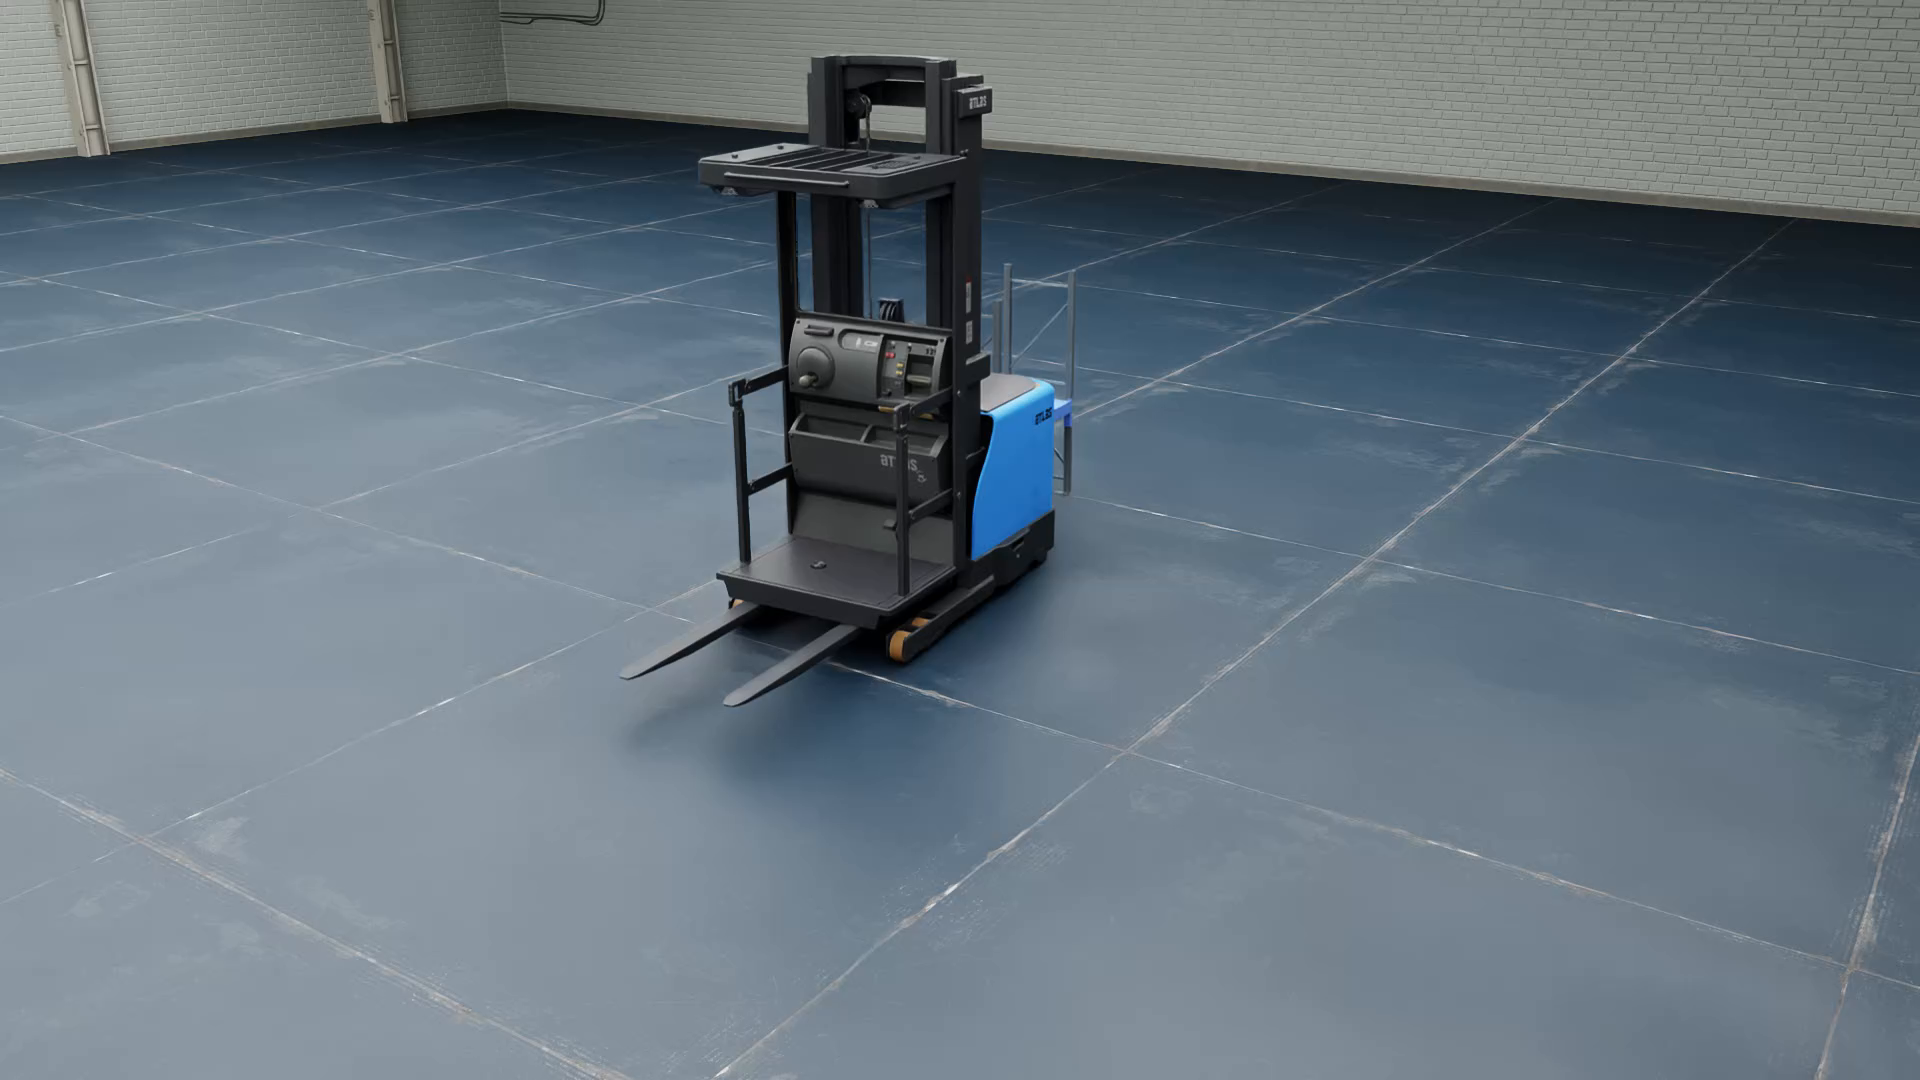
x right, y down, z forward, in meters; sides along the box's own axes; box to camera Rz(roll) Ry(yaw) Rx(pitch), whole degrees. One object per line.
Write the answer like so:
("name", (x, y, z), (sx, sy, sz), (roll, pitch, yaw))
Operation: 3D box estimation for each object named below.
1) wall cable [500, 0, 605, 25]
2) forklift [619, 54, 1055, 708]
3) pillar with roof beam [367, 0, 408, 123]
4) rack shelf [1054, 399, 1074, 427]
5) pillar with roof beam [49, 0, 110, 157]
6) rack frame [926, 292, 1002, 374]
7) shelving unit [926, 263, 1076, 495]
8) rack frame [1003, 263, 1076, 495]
("wall cable", (-8.167, -11.426, 32.660), (3.097, 2.526, 0.112), (13, 24, 32))
("forklift", (-0.591, -0.922, 8.532), (1.130, 2.935, 3.031), (11, 23, 27))
("pillar with roof beam", (-7.356, -11.456, 28.263), (9.100, 9.000, 0.400), (13, 24, 32))
("rack shelf", (0.267, -0.726, 10.584), (0.538, 0.185, 1.000), (11, 23, 27))
("pillar with roof beam", (-10.729, -9.734, 23.609), (9.100, 9.000, 0.400), (13, 24, 32))
("rack frame", (0.020, -0.741, 10.105), (0.500, 1.500, 0.032), (11, 23, 27))
("shelving unit", (0.267, -0.895, 10.522), (0.538, 1.500, 1.048), (11, 23, 27))
("rack frame", (0.514, -1.049, 10.939), (0.500, 1.500, 0.032), (11, 23, 27))
